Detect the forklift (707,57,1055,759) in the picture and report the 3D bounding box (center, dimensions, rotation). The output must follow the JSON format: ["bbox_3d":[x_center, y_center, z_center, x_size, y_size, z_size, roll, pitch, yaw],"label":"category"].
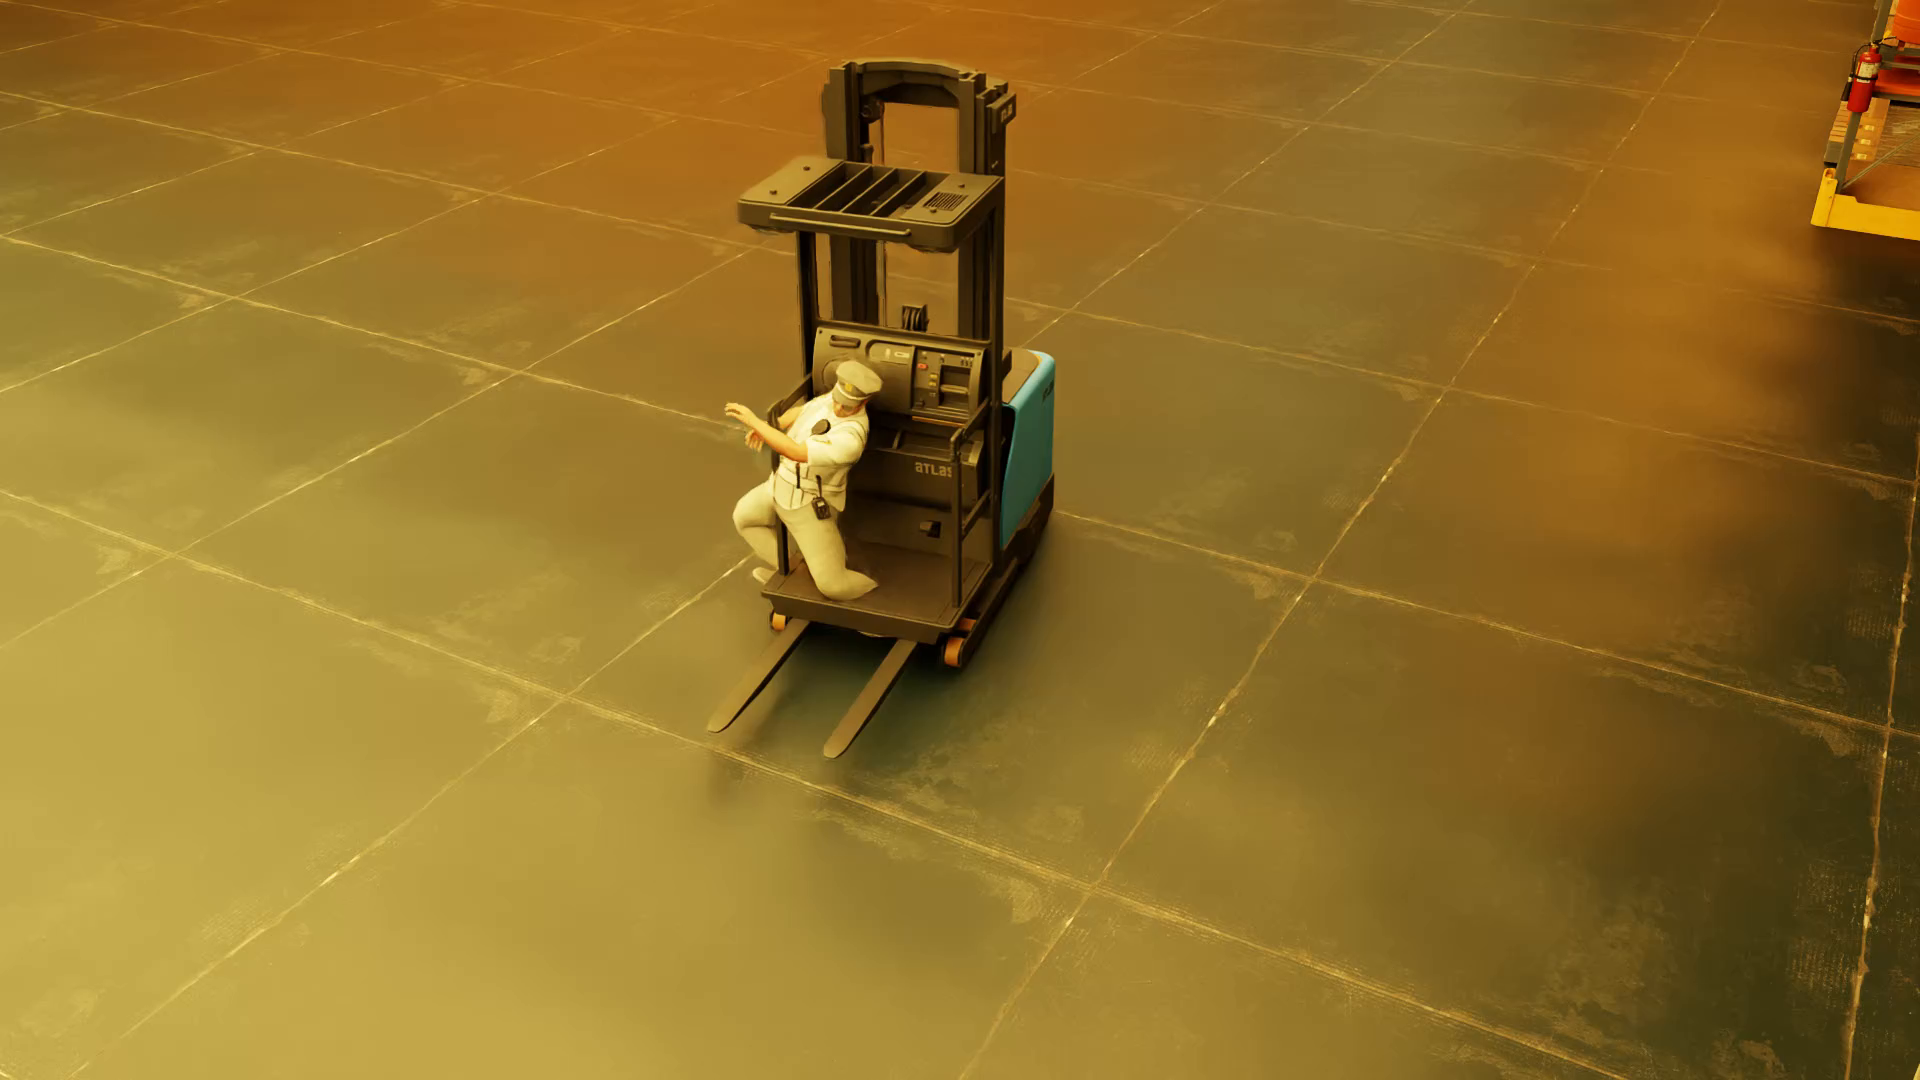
[{"bbox_3d":[-0.396,-0.823,8.496,1.130,2.935,3.031,10,31,17],"label":"forklift"}]

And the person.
[{"bbox_3d":[-0.840,-0.270,8.844,0.818,1.551,0.968,-17,34,-27],"label":"person"}]
